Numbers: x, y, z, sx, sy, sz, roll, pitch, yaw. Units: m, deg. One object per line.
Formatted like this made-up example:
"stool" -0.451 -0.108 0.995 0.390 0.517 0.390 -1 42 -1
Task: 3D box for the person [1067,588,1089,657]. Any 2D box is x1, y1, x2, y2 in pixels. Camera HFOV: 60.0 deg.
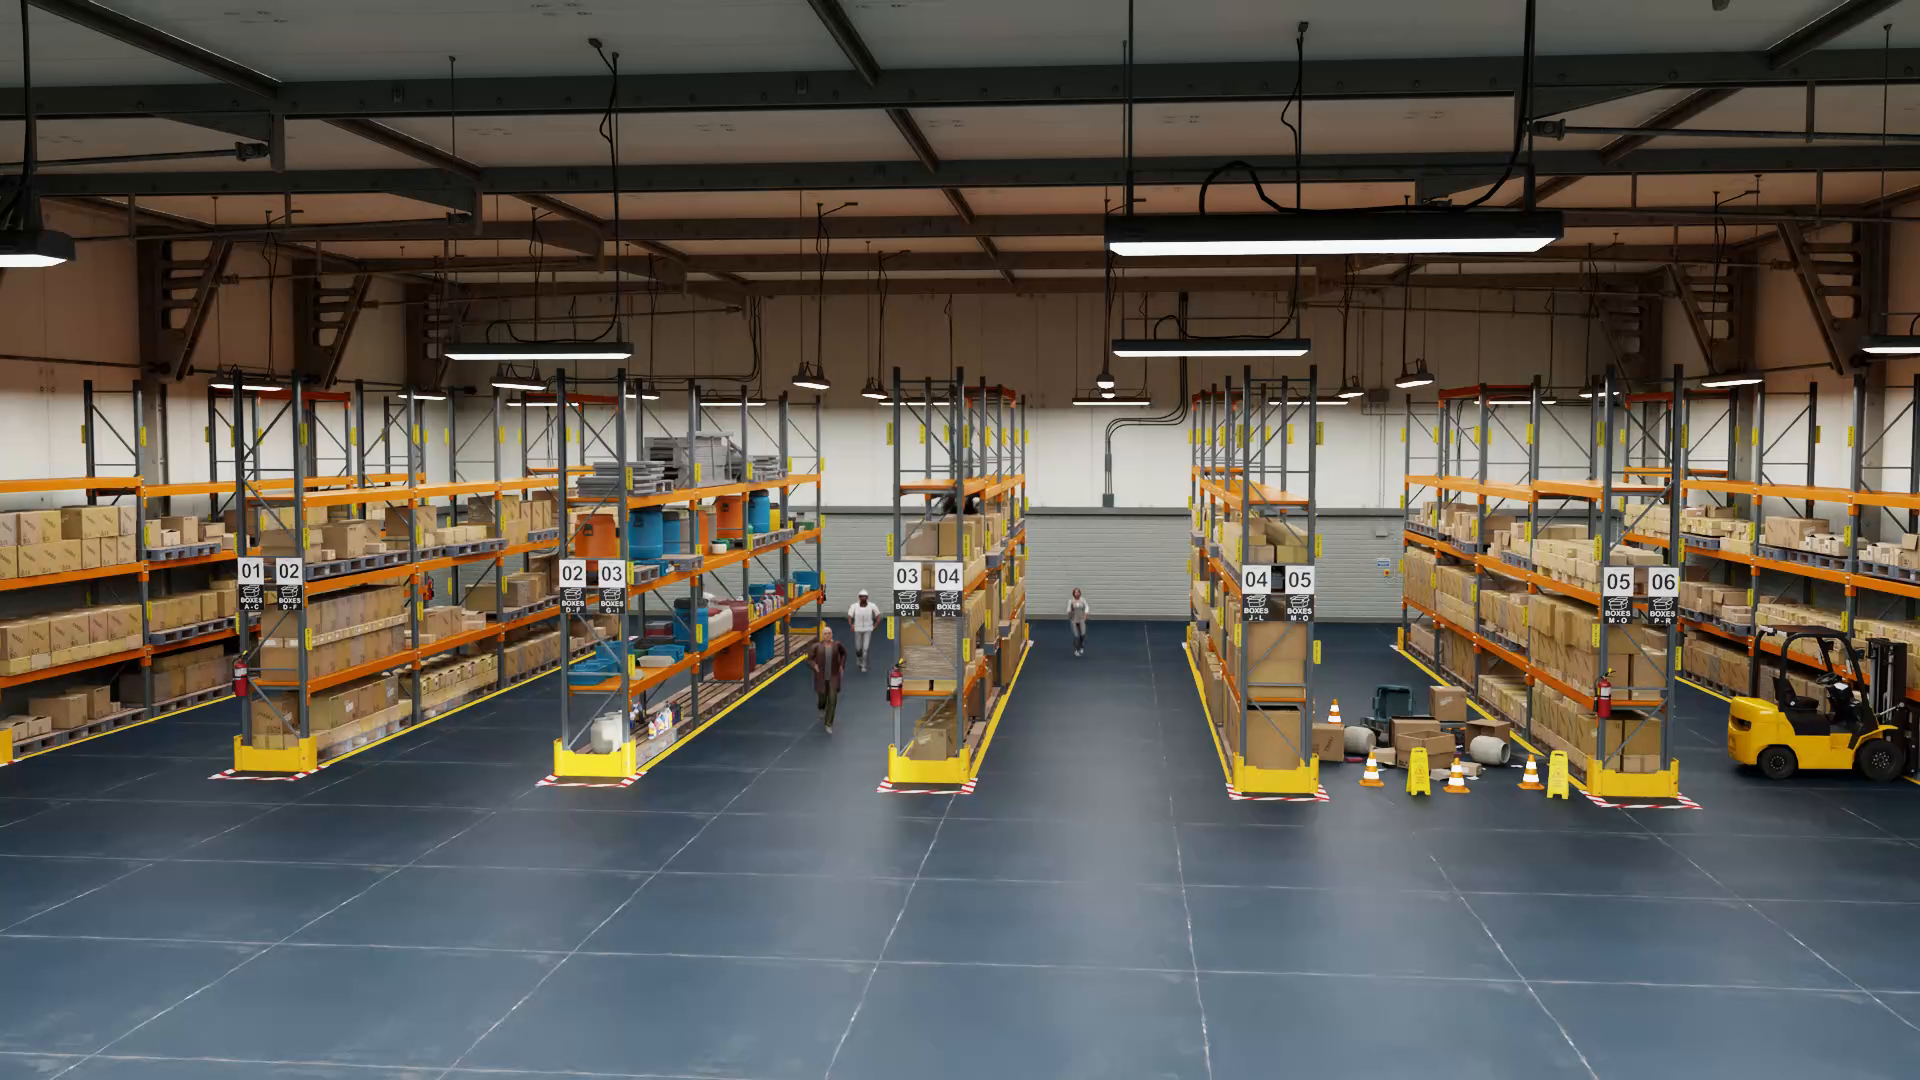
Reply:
"person" 2.674 1.865 37.692 0.509 1.573 0.631 0 4 -1

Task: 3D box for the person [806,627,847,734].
"person" -2.274 2.379 28.468 0.720 1.790 0.917 -1 4 -11

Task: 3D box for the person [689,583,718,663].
"person" -5.773 1.830 37.099 0.686 1.830 0.876 0 4 1

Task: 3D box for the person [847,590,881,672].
"person" -2.046 1.932 35.564 0.723 1.743 0.644 0 4 -1
